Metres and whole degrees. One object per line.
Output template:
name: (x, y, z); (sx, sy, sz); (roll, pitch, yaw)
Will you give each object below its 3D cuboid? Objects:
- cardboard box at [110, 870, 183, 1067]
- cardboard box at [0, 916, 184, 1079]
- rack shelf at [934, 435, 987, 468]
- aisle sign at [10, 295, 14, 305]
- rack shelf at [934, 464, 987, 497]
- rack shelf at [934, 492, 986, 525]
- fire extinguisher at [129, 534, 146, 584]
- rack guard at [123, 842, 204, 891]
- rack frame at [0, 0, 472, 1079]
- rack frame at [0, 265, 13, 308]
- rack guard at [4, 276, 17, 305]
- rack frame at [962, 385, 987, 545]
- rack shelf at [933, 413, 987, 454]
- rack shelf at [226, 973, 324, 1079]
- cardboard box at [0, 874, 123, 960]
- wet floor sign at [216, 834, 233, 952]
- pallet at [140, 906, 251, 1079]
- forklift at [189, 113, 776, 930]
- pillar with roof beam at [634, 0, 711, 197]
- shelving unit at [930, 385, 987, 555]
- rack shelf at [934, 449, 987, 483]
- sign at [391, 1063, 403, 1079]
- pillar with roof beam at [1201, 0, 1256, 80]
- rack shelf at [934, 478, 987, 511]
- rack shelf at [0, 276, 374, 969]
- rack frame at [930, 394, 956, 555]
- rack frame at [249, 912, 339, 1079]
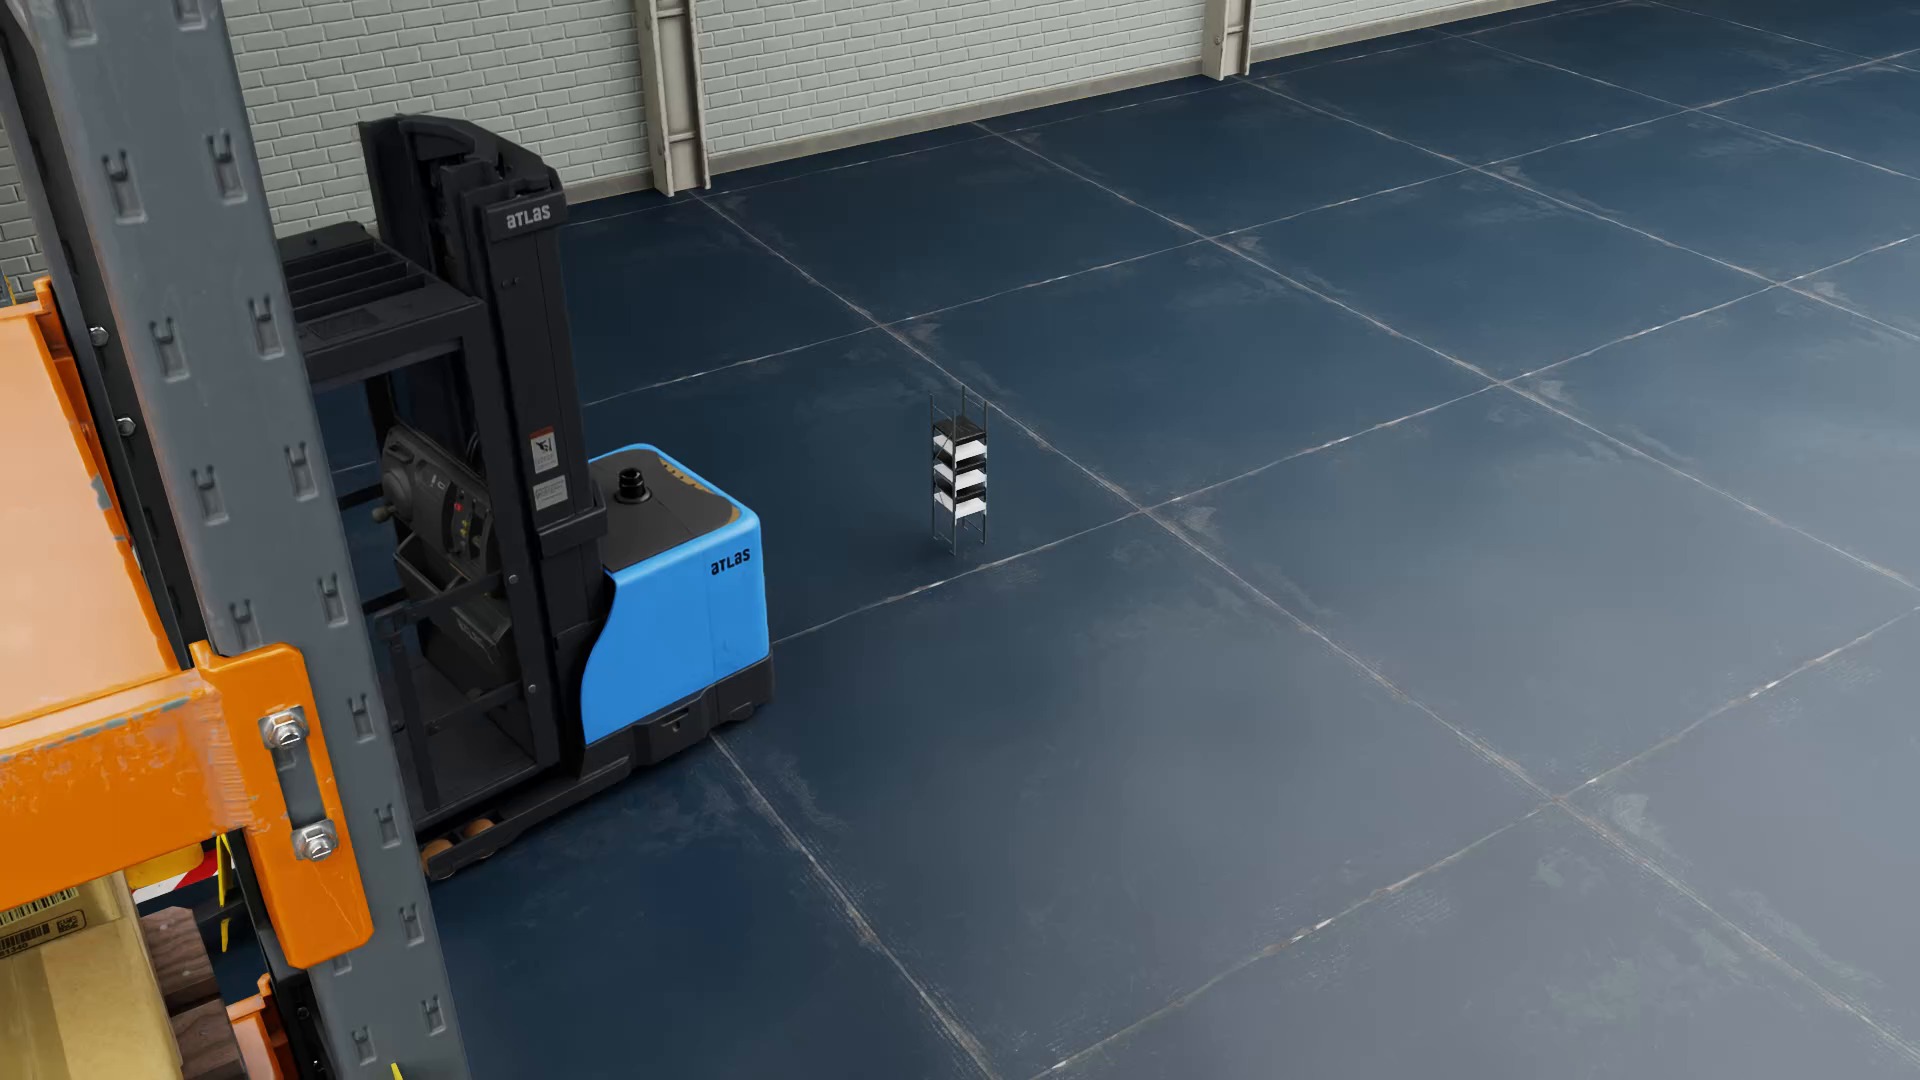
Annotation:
cardboard box: (-1.332, 0.657, 2.456); (0.250, 0.149, 0.380); (-19, 37, -27)
cardboard box: (-0.970, 0.614, 1.776); (0.250, 0.149, 0.380); (-19, 37, -27)
rack shelf: (-0.007, -0.502, 9.050); (0.200, 0.077, 0.258); (-19, 37, -27)
aisle sign: (-3.428, -1.094, 5.858); (0.004, 0.787, 0.394); (-19, 37, -27)
rack shelf: (-0.007, -0.350, 9.146); (0.200, 0.077, 0.258); (-19, 37, -27)
rack shelf: (-0.007, -0.198, 9.242); (0.200, 0.077, 0.258); (-19, 37, -27)
fire extinguisher: (-3.291, 0.100, 6.475); (0.183, 0.674, 0.296); (-19, 37, -27)
rack guard: (-3.701, 0.972, 7.361); (0.348, 0.500, 1.175); (-19, 37, -27)
rack frame: (-0.870, -0.454, 1.656); (0.127, 3.000, 1.000); (-19, 37, -27)
rack frame: (-3.637, -0.107, 6.729); (0.127, 3.000, 1.000); (-19, 37, -27)
rack guard: (-6.310, -1.281, 10.934); (0.348, 0.500, 1.175); (-19, 37, -27)
rack frame: (0.079, -0.408, 9.174); (0.006, 0.900, 0.240); (-19, 37, -27)
rack shelf: (-0.007, -0.578, 9.002); (0.200, 0.077, 0.258); (-19, 37, -27)
rack shelf: (-2.551, 1.698, 1.732); (4.000, 0.370, 1.077); (-19, 37, -27)
cardboard box: (-1.415, 0.557, 2.240); (0.500, 0.250, 0.500); (-19, 37, -27)
wet floor sign: (-2.898, 1.314, 6.684); (0.232, 0.644, 0.267); (-7, 33, -11)
pallet: (-1.488, 1.072, 2.133); (1.213, 0.211, 1.003); (-19, 37, -27)
forklift: (-2.330, -0.111, 6.800); (3.031, 2.935, 1.130); (-26, 40, -34)
pillar with roof beam: (-0.028, -4.876, 8.666); (0.400, 9.000, 9.100); (-19, 37, -27)
shelving unit: (-0.007, -0.378, 9.128); (0.210, 0.900, 0.258); (-19, 37, -27)
rack shelf: (-0.007, -0.426, 9.098); (0.200, 0.077, 0.258); (-19, 37, -27)
sign: (-0.588, 0.721, 1.849); (0.005, 0.325, 0.100); (-19, 37, -27)
pillar with roof beam: (5.015, -6.610, 11.416); (0.400, 9.000, 9.100); (-19, 37, -27)
rack shelf: (-0.007, -0.274, 9.194); (0.200, 0.077, 0.258); (-19, 37, -27)
rack shelf: (-2.551, 0.598, 1.038); (4.000, 0.370, 1.077); (-19, 37, -27)
rack frame: (-0.092, -0.349, 9.081); (0.006, 0.900, 0.240); (-19, 37, -27)
rack frame: (-0.870, 2.084, 3.257); (0.127, 3.000, 1.000); (-19, 37, -27)
